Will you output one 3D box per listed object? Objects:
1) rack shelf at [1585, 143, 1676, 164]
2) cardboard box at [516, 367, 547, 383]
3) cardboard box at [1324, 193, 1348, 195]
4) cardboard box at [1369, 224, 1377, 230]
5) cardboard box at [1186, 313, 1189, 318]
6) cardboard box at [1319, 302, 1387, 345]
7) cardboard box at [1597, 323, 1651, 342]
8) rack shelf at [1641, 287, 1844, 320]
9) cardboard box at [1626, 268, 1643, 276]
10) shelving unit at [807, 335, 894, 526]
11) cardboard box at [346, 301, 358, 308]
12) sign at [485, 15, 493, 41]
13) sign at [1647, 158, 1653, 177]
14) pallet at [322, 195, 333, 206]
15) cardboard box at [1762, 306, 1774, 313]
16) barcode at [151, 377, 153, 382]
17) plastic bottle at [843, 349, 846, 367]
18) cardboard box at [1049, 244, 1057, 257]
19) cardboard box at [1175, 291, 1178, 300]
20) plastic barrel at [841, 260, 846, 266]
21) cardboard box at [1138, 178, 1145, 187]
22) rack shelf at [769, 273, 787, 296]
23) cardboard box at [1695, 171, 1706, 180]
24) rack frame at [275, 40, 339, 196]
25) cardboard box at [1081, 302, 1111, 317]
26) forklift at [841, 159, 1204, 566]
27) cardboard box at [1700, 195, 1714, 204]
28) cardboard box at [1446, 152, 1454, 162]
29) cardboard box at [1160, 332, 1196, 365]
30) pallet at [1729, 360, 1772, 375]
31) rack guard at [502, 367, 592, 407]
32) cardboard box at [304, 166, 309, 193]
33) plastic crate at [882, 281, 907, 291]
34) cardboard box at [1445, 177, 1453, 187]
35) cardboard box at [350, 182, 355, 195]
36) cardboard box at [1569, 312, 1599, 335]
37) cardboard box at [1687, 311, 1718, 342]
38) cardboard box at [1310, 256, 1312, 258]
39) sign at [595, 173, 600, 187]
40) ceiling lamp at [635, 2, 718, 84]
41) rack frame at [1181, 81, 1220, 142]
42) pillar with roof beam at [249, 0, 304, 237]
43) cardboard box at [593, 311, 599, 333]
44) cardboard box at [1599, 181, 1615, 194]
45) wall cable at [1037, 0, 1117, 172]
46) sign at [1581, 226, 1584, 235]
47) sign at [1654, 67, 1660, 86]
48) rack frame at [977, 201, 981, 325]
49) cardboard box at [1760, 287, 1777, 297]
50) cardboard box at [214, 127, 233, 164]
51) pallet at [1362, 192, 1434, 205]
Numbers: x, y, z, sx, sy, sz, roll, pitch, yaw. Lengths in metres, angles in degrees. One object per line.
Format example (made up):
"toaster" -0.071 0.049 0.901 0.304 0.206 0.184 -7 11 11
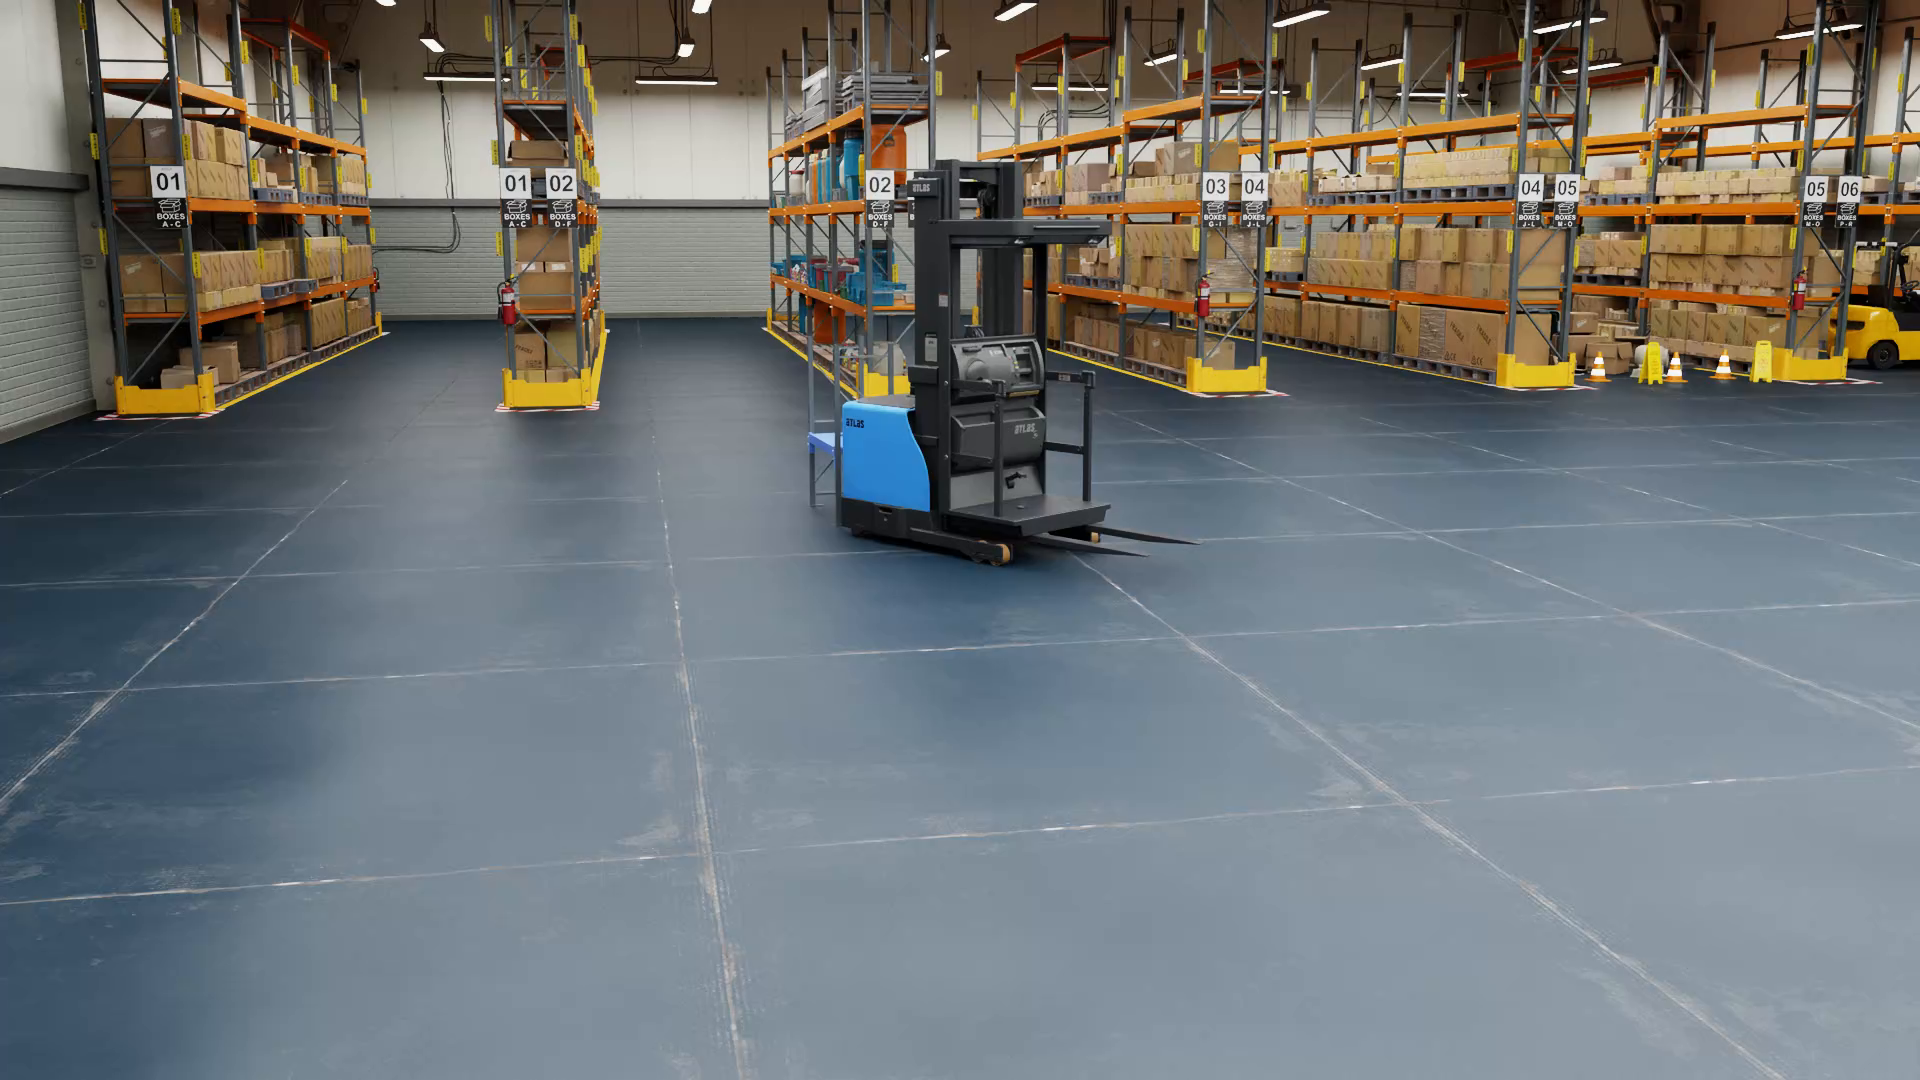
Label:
"rack shelf" 15.882 -9.409 40.496 1.077 0.370 4.000 -2 11 -11
"cardboard box" -6.096 -2.291 23.442 0.500 0.250 0.500 -2 11 -11
"cardboard box" 7.495 -6.974 33.524 0.500 0.500 0.500 -2 11 -11
"cardboard box" 10.423 -7.786 41.406 0.380 0.149 0.250 -2 11 -10
"cardboard box" 5.708 -5.457 40.346 0.380 0.149 0.250 -2 11 -11
"cardboard box" 7.549 -4.163 31.938 1.050 0.750 0.750 -2 11 -10
"cardboard box" 12.711 -3.945 31.805 0.950 0.372 0.625 -1 11 -7
"rack shelf" 13.348 -4.081 28.541 1.077 0.370 4.000 -2 11 -11
"cardboard box" 12.588 -4.969 30.828 0.380 0.149 0.250 -2 11 -10
"shelving unit" -0.941 -0.961 14.237 0.538 1.500 1.048 -3 11 -17
"cardboard box" -12.928 -4.971 35.119 0.380 0.149 0.250 -2 11 -13
"sign" -6.237 -6.776 22.019 0.100 0.325 0.005 -2 11 -11
"sign" 12.415 -6.702 29.926 0.100 0.325 0.005 -2 11 -11
"pallet" -12.667 -6.581 32.241 0.805 0.209 1.217 -3 11 -13
"cardboard box" 17.157 -4.641 34.787 0.875 0.625 0.625 -2 11 -9
"barcode" -11.002 -2.186 22.648 0.001 0.075 0.075 -2 11 -11
"plastic bottle" -1.842 -2.913 26.568 0.061 0.283 0.133 -2 11 -8
"cardboard box" 2.210 -5.971 33.595 0.797 0.503 0.637 -2 11 -10
"cardboard box" 3.570 -3.813 25.877 0.380 0.149 0.250 -2 11 -11
"plastic barrel" -1.988 -4.869 30.455 0.421 0.512 0.421 0 11 0
"cardboard box" 3.150 -5.869 27.322 0.380 0.149 0.250 -2 11 -11
"rack shelf" -3.565 -5.742 37.265 1.077 0.370 4.000 -2 11 -11
"cardboard box" 12.945 -6.286 28.715 0.380 0.149 0.250 -2 11 -13
"rack frame" -12.894 -8.315 32.816 1.000 3.000 0.127 -2 11 -11
"cardboard box" 2.620 -4.410 31.845 0.500 0.250 0.500 -2 11 -9
"forklift" 0.442 -1.357 12.488 3.031 2.935 1.130 11 15 44
"cardboard box" 12.944 -5.846 28.538 0.380 0.149 0.250 -2 11 -12
"cardboard box" 8.157 -6.242 27.096 0.380 0.149 0.250 -2 11 -11
"cardboard box" 3.594 -3.129 27.175 0.500 0.500 0.500 -3 11 -16
"pallet" 13.599 -2.862 27.670 1.003 0.211 1.213 -2 11 -11
"rack guard" -5.697 -2.116 22.975 1.175 0.500 0.348 -2 11 -11
"cardboard box" -12.624 -6.747 31.159 0.700 0.500 0.500 -2 11 -11
"plastic crate" -1.138 -3.995 26.561 0.499 0.251 0.616 -2 11 -11
"cardboard box" 8.157 -5.850 27.171 0.380 0.149 0.250 -2 11 -10
"cardboard box" -12.962 -7.347 34.765 0.500 0.250 0.500 -2 11 -13
"cardboard box" 11.219 -3.875 30.195 0.500 0.500 0.500 -2 11 -11
"cardboard box" 13.024 -3.715 28.915 0.500 0.500 0.500 -2 11 -8
"cardboard box" 7.338 -5.760 34.190 0.380 0.149 0.250 -2 11 -13
"sign" -8.265 -8.208 37.905 0.100 0.325 0.005 -2 11 -11
"ceiling lamp" -6.881 -12.680 40.136 2.000 3.185 0.800 -2 11 -11
"rack frame" 5.789 -9.751 40.360 1.000 3.000 0.127 -2 11 -11
"pillar with roof beam" -9.656 -8.569 34.148 9.100 9.000 0.548 -2 11 -11
"cardboard box" -7.570 -4.366 33.621 0.500 0.500 0.500 -2 11 -11
"cardboard box" 12.512 -6.696 31.611 0.500 0.250 0.500 -2 11 -10
"wall cable" 3.186 -12.332 45.316 2.277 5.999 0.120 -2 11 -11
"sign" 16.042 -7.924 42.865 0.100 0.325 0.005 -2 11 -11
"sign" 12.416 -8.264 29.626 0.100 0.325 0.005 -2 11 -11
"rack frame" 0.904 -6.642 40.071 1.000 3.000 0.127 -2 11 -11
"cardboard box" 13.296 -4.048 27.113 0.380 0.149 0.250 -2 11 -12
"cardboard box" -10.746 -5.647 23.825 0.500 0.500 0.500 -3 11 -13
"pallet" 7.897 -6.149 29.969 0.805 0.209 1.217 -3 11 -13
